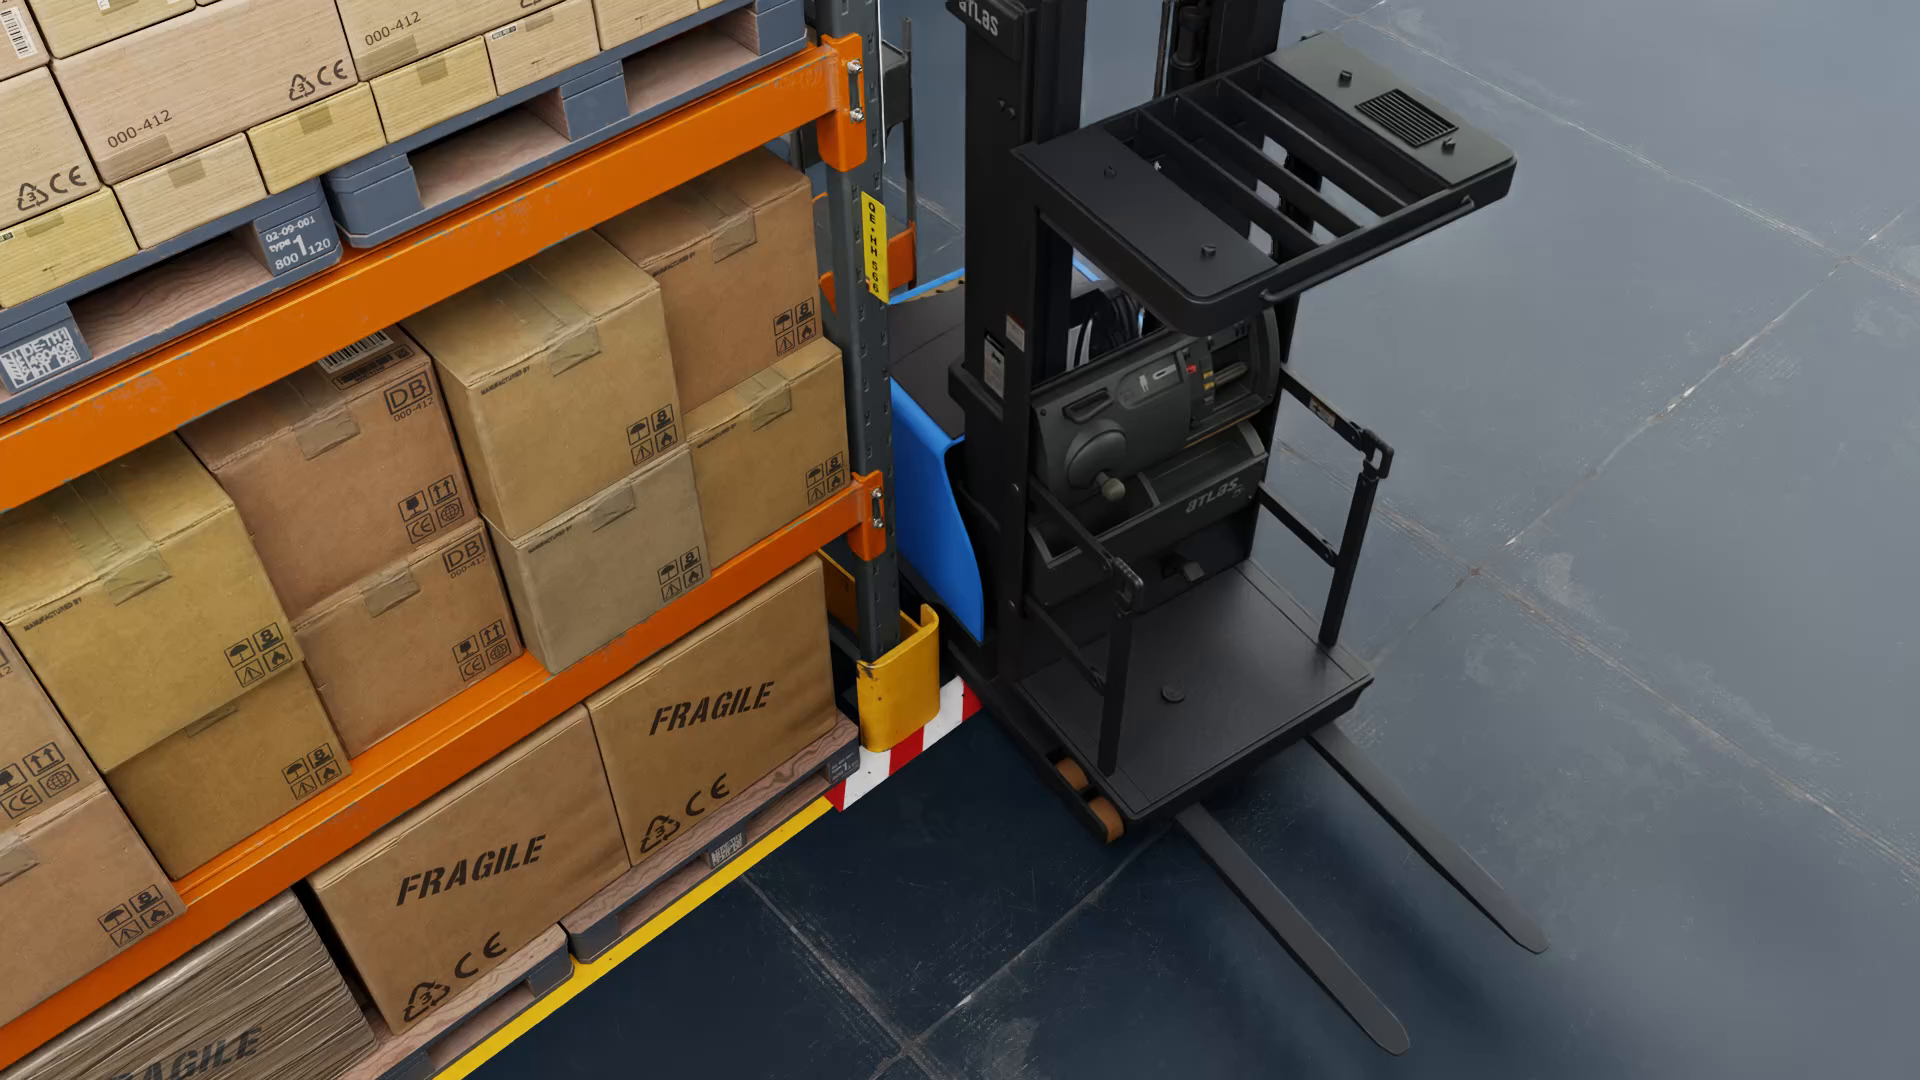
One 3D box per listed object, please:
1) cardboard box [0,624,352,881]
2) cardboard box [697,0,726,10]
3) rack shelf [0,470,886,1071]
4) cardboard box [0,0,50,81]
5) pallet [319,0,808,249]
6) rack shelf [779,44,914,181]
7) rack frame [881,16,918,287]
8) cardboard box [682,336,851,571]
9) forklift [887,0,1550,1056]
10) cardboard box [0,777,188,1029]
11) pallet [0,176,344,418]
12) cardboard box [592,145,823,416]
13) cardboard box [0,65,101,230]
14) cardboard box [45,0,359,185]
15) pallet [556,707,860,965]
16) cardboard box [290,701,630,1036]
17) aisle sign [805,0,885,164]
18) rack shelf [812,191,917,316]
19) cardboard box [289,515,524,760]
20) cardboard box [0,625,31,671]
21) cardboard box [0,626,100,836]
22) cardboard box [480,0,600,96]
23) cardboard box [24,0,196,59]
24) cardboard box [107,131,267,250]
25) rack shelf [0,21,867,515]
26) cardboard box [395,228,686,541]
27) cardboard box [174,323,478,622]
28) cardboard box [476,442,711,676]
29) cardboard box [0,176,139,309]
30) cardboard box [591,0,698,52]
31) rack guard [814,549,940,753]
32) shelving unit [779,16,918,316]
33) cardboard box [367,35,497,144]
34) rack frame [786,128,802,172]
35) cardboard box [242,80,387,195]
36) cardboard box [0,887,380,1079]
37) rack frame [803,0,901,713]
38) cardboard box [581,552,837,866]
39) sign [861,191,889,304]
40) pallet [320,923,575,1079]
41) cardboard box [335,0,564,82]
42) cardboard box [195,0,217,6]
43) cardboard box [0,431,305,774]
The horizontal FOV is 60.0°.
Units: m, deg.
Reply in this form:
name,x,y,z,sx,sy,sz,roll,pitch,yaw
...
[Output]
name,x,y,z,sx,sy,sz,roll,pitch,yaw
cardboard box,-2.084,0.319,4.313,0.500,0.550,0.875,-34,56,-27
cardboard box,-0.603,-1.375,3.754,0.250,0.149,0.380,-34,56,-27
rack shelf,-2.065,0.618,4.629,4.000,0.370,1.077,-34,56,-27
cardboard box,-1.734,-0.889,2.763,0.250,0.149,0.380,-33,55,-27
pallet,-1.127,-1.230,3.863,1.213,0.211,1.003,-34,56,-27
rack shelf,-0.480,-1.451,5.726,0.480,0.518,0.431,-33,55,-27
rack frame,-0.298,-1.105,6.341,0.015,2.100,0.400,-33,55,-27
cardboard box,-0.829,-0.458,5.029,0.550,0.550,0.875,-34,56,-27
forklift,0.749,-0.346,5.075,1.130,2.935,3.031,-26,53,-22
cardboard box,-2.409,0.636,4.021,0.550,0.550,0.875,-34,56,-27
pallet,-2.030,-0.623,3.304,1.213,0.211,1.003,-34,56,-27
cardboard box,-0.886,-0.870,4.675,0.550,0.550,0.875,-34,56,-27
cardboard box,-1.875,-0.721,2.879,0.500,0.250,0.500,-33,55,-27
cardboard box,-1.502,-0.970,3.109,0.500,0.250,0.500,-34,56,-27
pallet,-1.124,0.768,5.897,1.213,0.211,1.003,-34,56,-27
cardboard box,-1.692,0.770,5.158,0.875,0.875,0.875,-35,56,-28
aisle sign,-0.331,-1.369,4.203,0.004,0.787,0.394,-34,56,-27
rack shelf,-0.480,-0.976,6.241,0.480,0.518,0.431,-33,55,-27
cardboard box,-1.720,0.034,4.575,0.550,0.550,0.875,-34,56,-27
cardboard box,-3.512,0.438,6.165,0.258,0.266,0.396,-25,52,-21
cardboard box,-2.428,0.254,3.637,0.550,0.550,0.875,-34,56,-27
cardboard box,-0.979,-1.123,3.522,0.250,0.149,0.380,-33,55,-27
cardboard box,-1.547,-1.014,2.879,0.250,0.149,0.380,-35,56,-28
cardboard box,-1.543,-0.747,3.174,0.250,0.149,0.380,-33,55,-27
rack shelf,-2.065,-0.400,3.526,4.000,0.370,1.077,-34,56,-27
cardboard box,-1.230,-0.548,4.378,0.550,0.550,0.875,-34,56,-27
cardboard box,-1.736,-0.345,4.190,0.550,0.550,0.875,-34,56,-27
cardboard box,-1.221,-0.174,4.768,0.550,0.550,0.875,-34,56,-27
cardboard box,-1.732,-0.621,3.058,0.250,0.149,0.380,-33,55,-27
cardboard box,-0.790,-1.251,3.639,0.250,0.149,0.380,-33,55,-27
rack guard,-0.567,0.221,6.206,0.348,0.500,1.175,-34,56,-27
shelving unit,-0.480,-0.986,6.231,0.503,2.100,0.431,-33,55,-27
cardboard box,-1.167,-0.999,3.407,0.250,0.149,0.380,-33,55,-27
rack frame,-0.662,-0.866,6.120,0.015,2.100,0.400,-33,55,-27
cardboard box,-1.356,-0.871,3.289,0.250,0.149,0.380,-35,56,-28
cardboard box,-2.368,1.220,4.743,0.875,0.875,0.875,-33,56,-27
rack frame,-0.585,-0.615,5.277,0.127,3.000,1.000,-34,56,-27
cardboard box,-1.042,0.334,5.561,0.875,0.875,0.875,-33,56,-27
sign,-0.230,-0.786,4.485,0.005,0.325,0.100,-34,56,-27
pallet,-2.026,1.368,5.344,1.213,0.211,1.003,-34,56,-27
cardboard box,-1.130,-1.218,3.338,0.500,0.250,0.500,-34,56,-27
cardboard box,-1.357,-1.142,2.996,0.250,0.149,0.380,-34,56,-27
cardboard box,-2.041,-0.012,3.883,0.500,0.550,0.875,-34,56,-27
